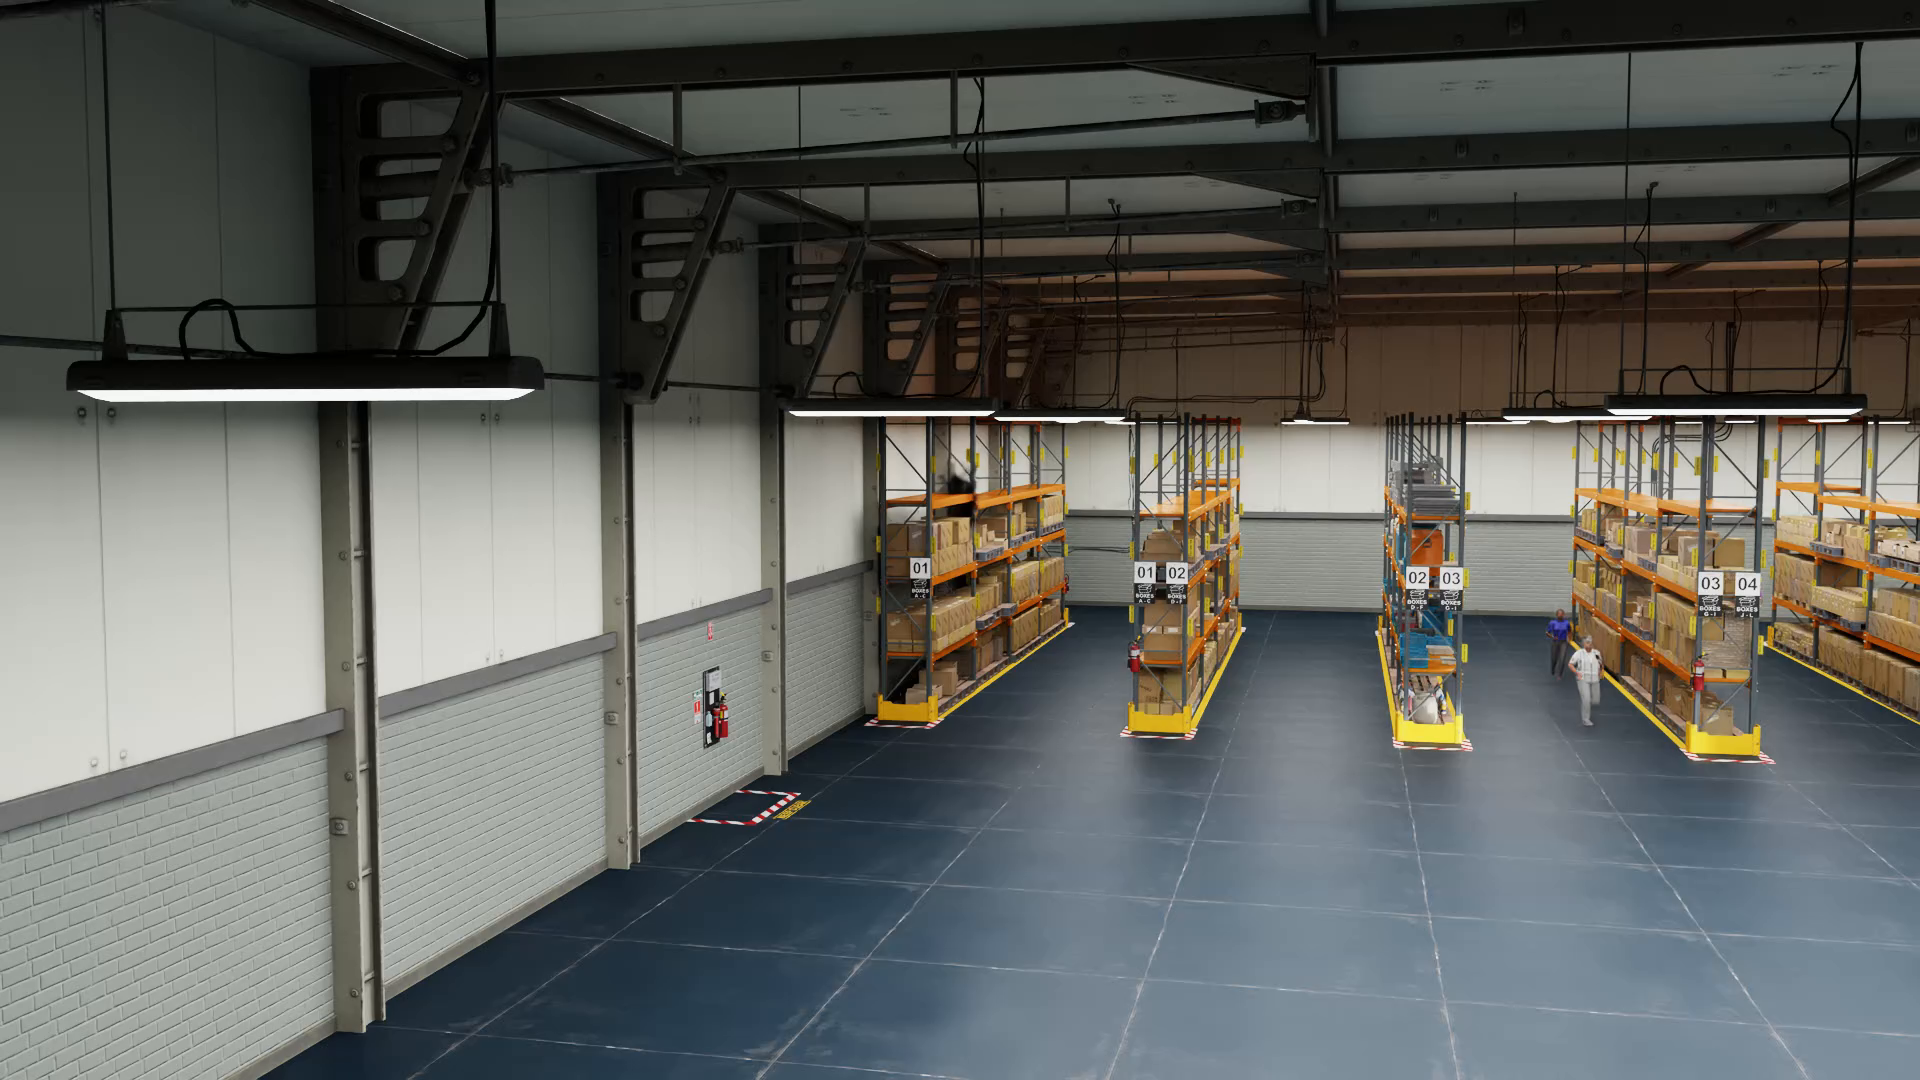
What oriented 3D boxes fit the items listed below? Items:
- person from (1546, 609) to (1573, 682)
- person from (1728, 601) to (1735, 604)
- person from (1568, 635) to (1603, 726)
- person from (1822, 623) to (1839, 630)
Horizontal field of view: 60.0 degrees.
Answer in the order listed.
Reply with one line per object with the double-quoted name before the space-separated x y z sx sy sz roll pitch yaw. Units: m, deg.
"person" 13.572 2.373 37.637 0.578 1.607 0.641 1 4 12
"person" 19.997 1.903 43.934 0.534 1.706 0.760 -2 4 -27
"person" 12.092 2.682 32.082 0.666 1.734 0.674 0 4 -1
"person" 23.178 1.859 44.274 0.854 1.713 0.605 0 4 6
